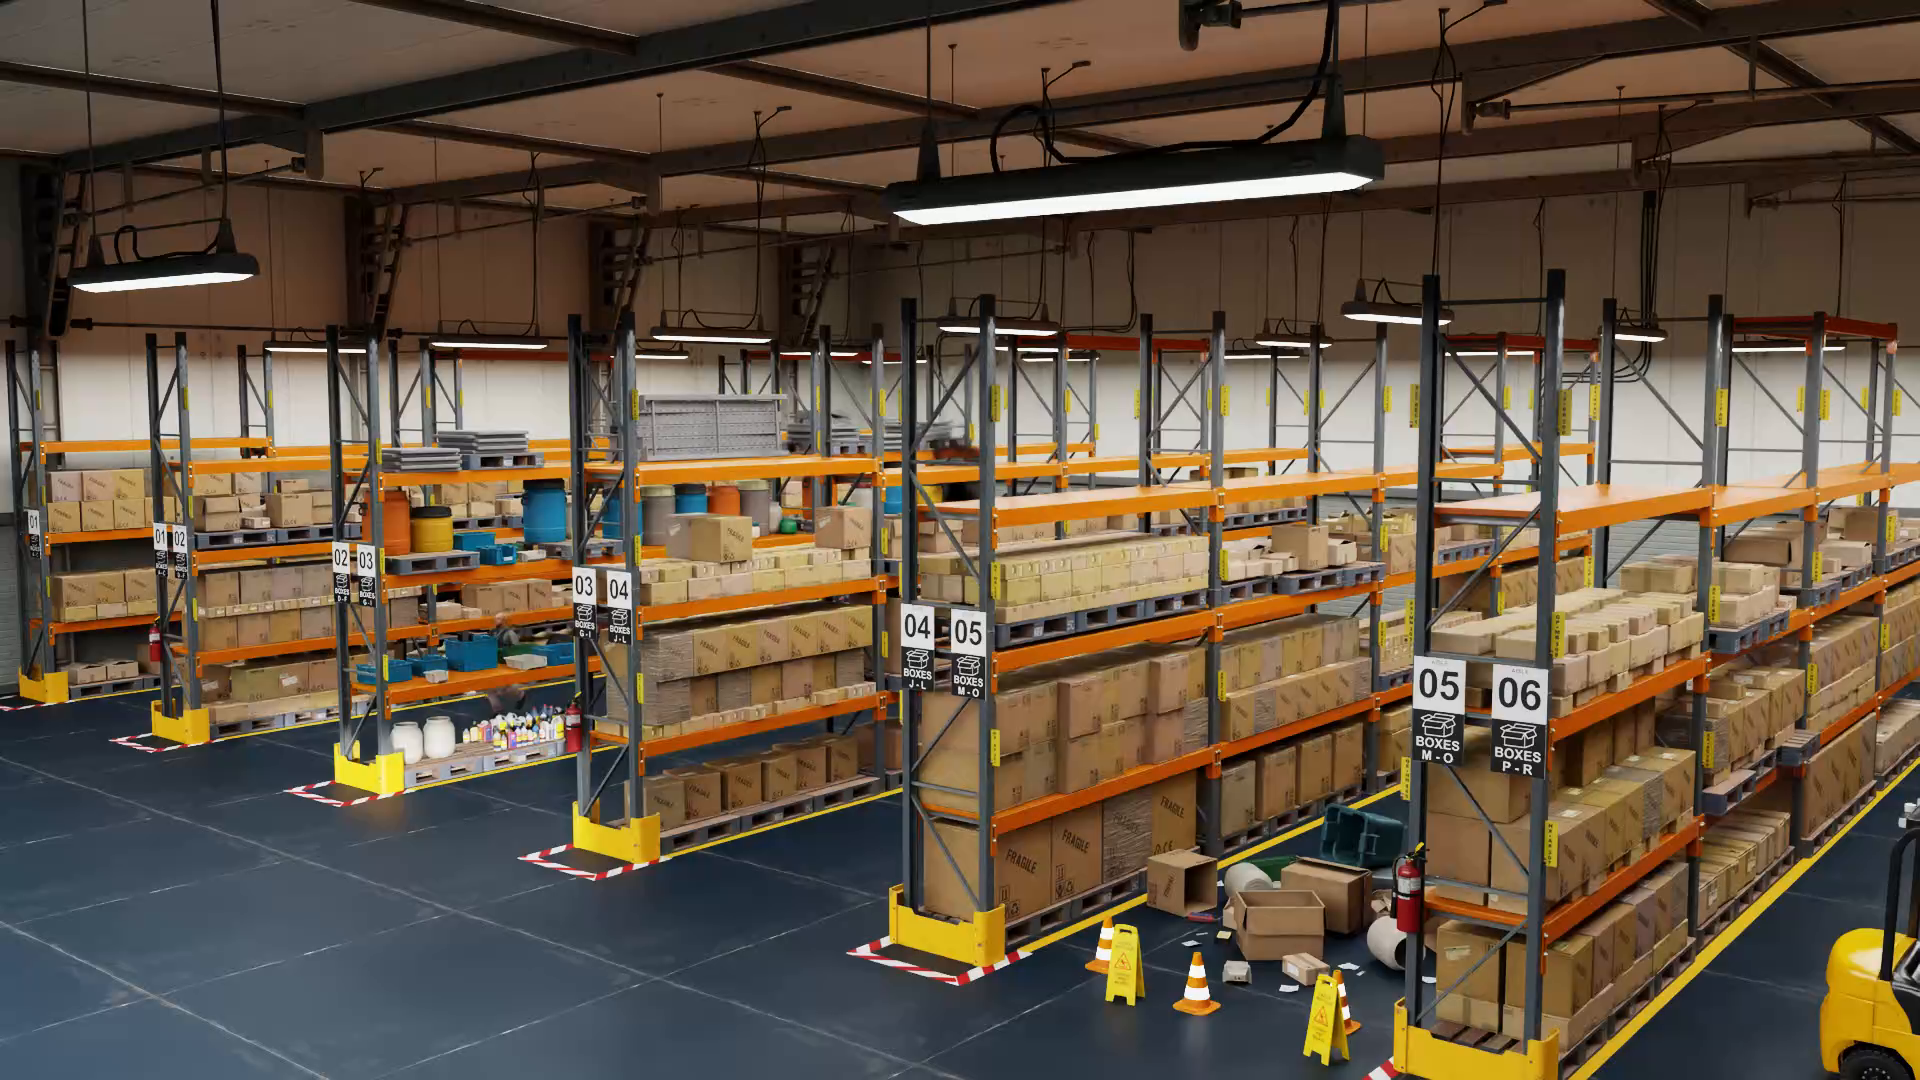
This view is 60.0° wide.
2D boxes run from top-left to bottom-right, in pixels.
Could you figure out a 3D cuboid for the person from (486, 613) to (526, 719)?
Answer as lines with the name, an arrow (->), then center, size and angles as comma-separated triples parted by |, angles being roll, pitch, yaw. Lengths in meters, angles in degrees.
person -> -7.180, 1.973, 26.182 | 0.700, 1.681, 0.685 | 3, 6, 31
